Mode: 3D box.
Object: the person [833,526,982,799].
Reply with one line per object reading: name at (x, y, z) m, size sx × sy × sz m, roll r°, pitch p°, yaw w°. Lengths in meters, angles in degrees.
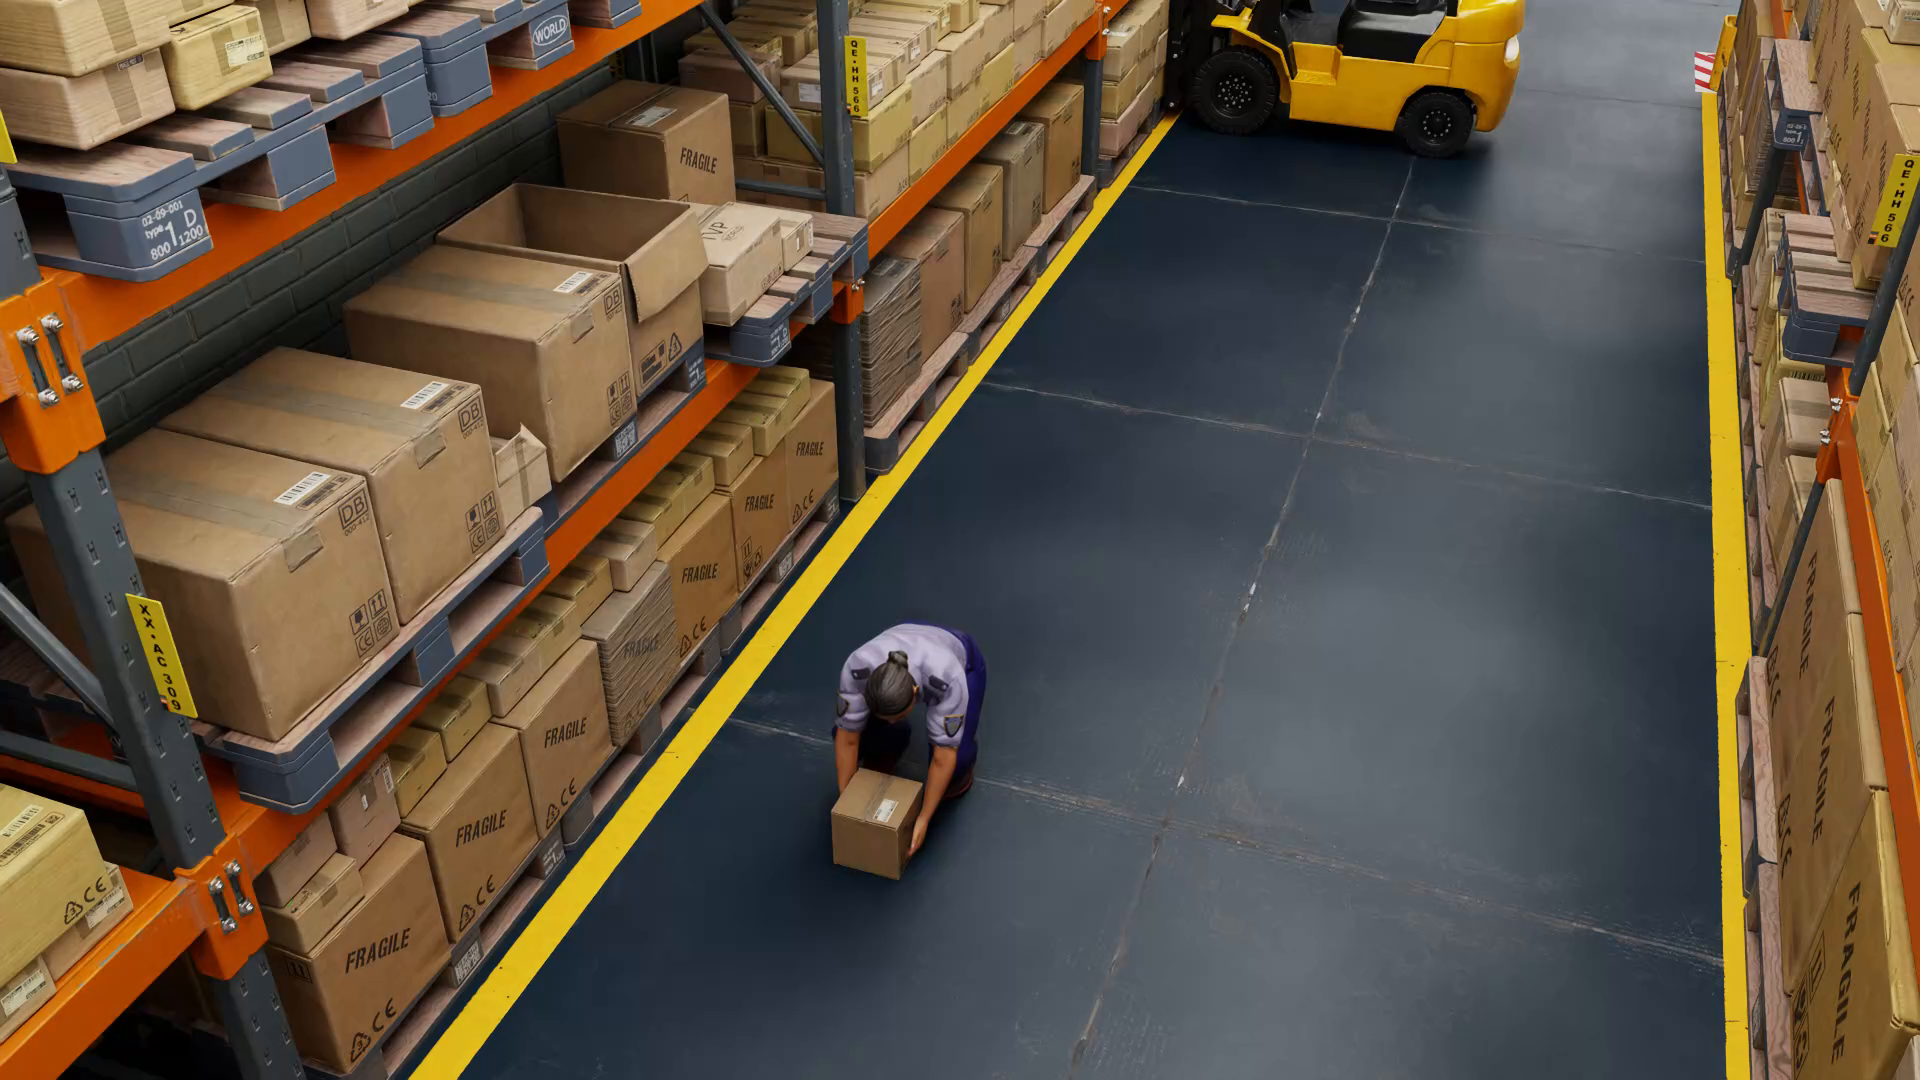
person at (-0.208, 0.472, 5.853) m, size 0.462 × 1.199 × 0.874 m, roll 10°, pitch 35°, yaw 15°
